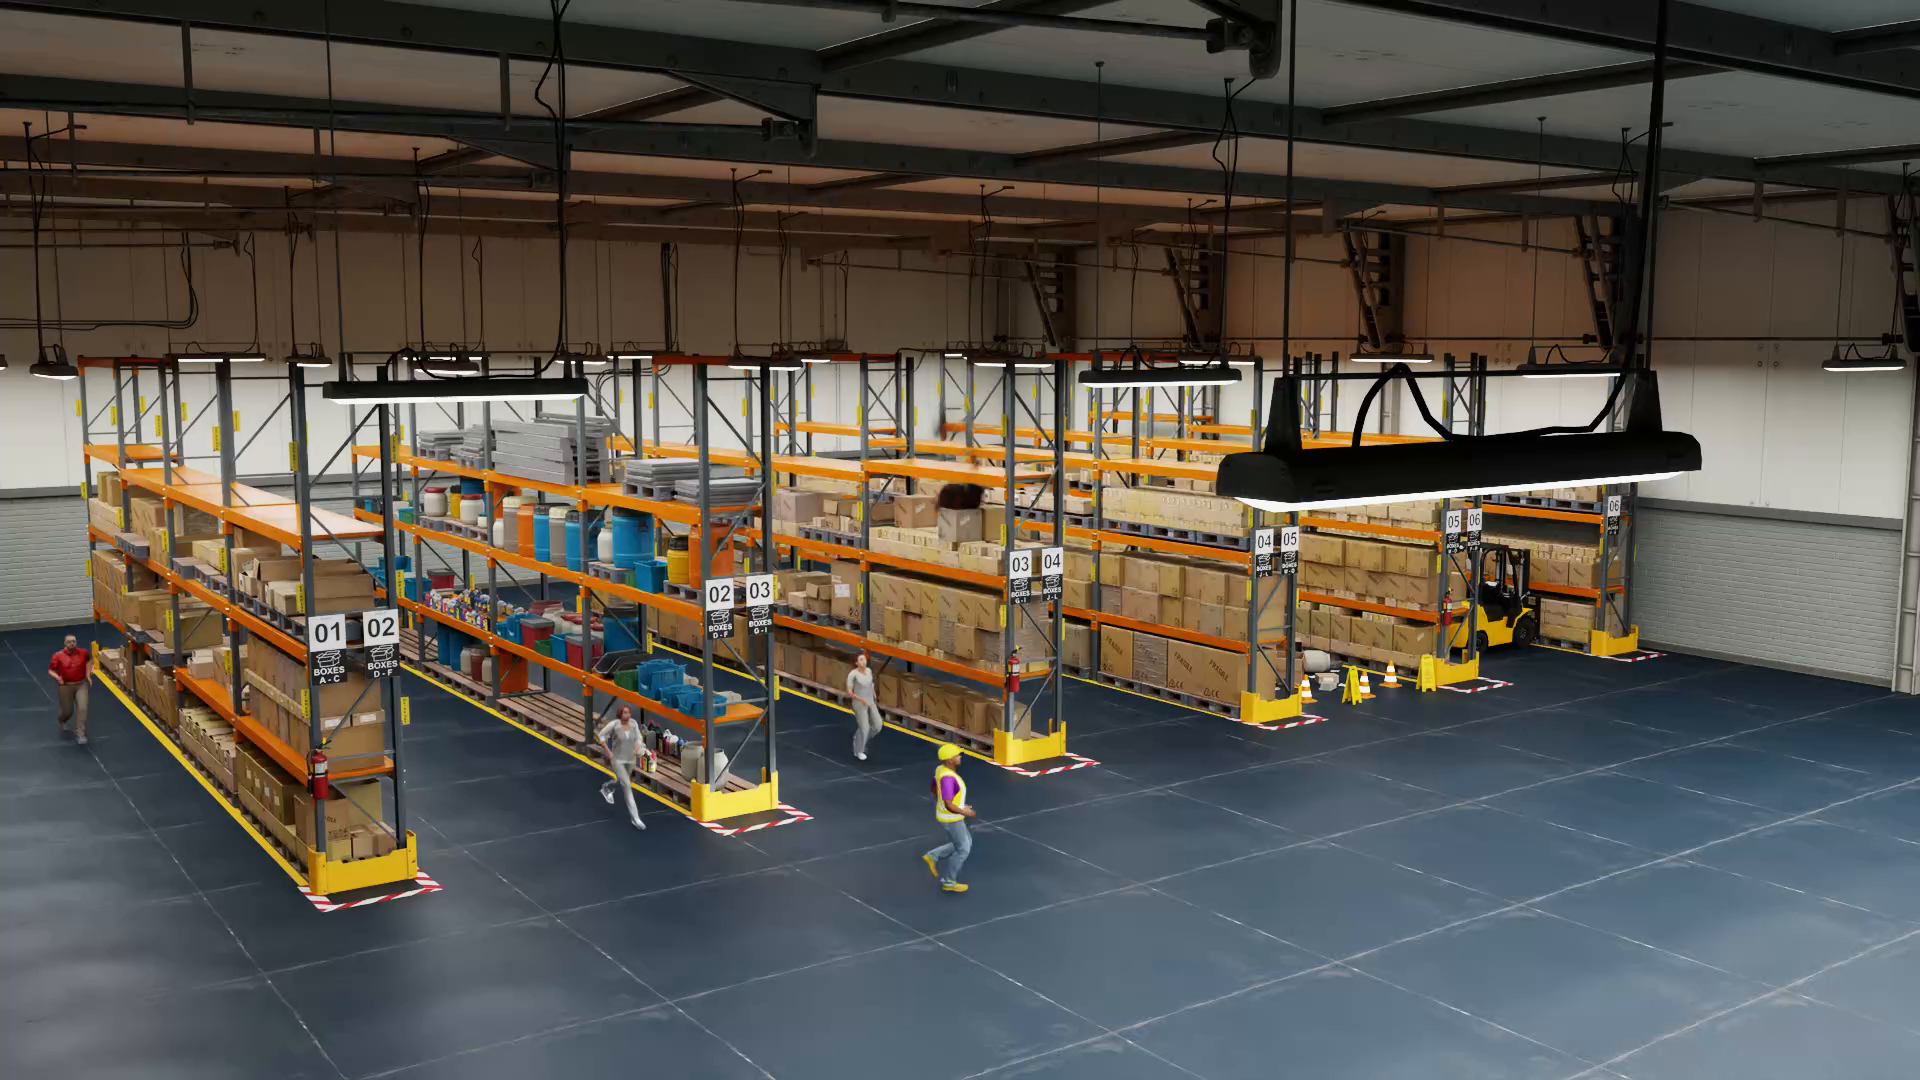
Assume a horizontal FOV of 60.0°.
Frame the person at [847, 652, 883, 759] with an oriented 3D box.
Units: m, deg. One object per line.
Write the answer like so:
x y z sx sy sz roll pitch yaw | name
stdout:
-1.433 2.495 25.049 0.576 1.630 0.507 -6 9 -42 | person

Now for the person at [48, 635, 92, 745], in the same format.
-13.968 2.322 26.170 0.651 1.709 0.838 -6 9 -40 | person

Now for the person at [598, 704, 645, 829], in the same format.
-4.439 2.915 21.826 0.504 1.604 1.022 -7 10 -44 | person

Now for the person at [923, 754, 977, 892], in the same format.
-0.122 3.200 19.055 0.588 1.683 0.703 -1 7 -9 | person
